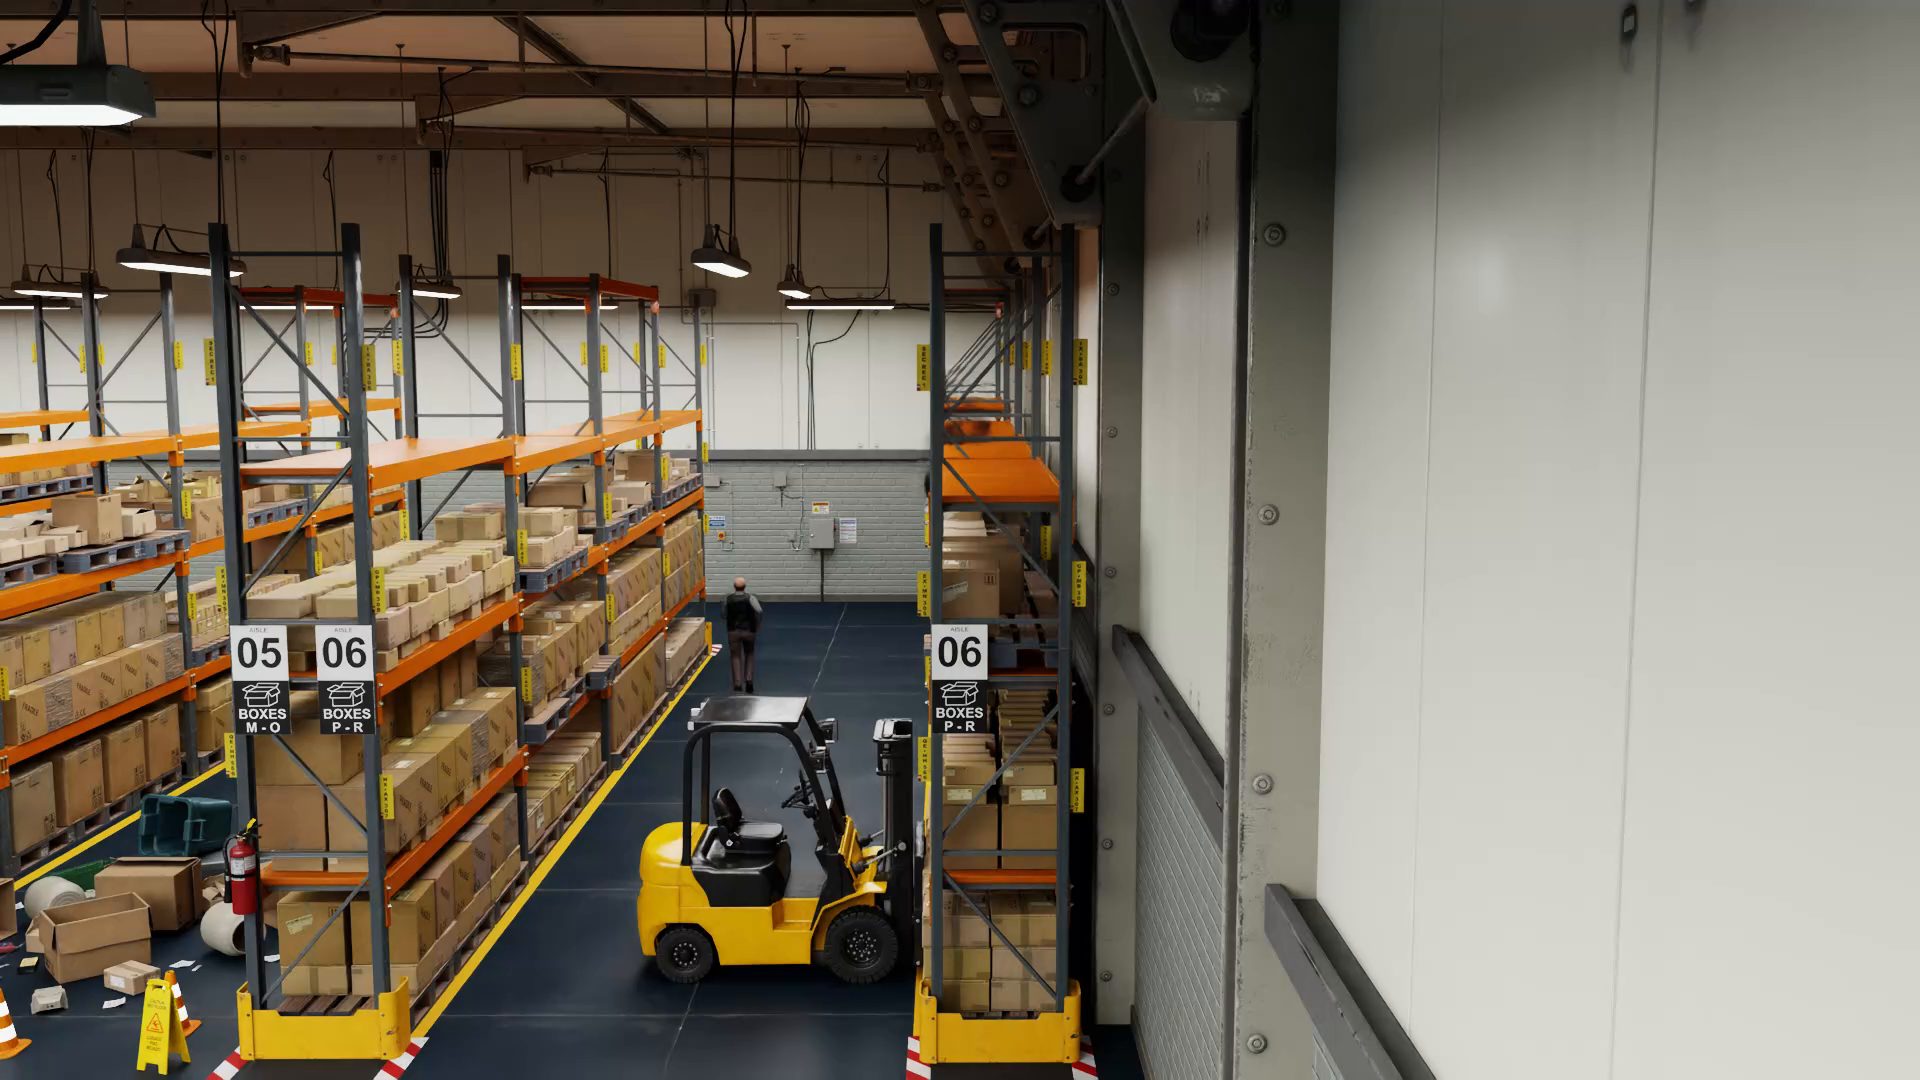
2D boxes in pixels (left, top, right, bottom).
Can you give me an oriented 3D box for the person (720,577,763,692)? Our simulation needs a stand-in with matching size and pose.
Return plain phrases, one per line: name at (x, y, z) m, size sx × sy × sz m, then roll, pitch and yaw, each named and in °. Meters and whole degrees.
person at (-3.241, 1.435, 24.713) m, size 0.622 × 1.783 × 0.766 m, roll -1°, pitch 7°, yaw -9°
